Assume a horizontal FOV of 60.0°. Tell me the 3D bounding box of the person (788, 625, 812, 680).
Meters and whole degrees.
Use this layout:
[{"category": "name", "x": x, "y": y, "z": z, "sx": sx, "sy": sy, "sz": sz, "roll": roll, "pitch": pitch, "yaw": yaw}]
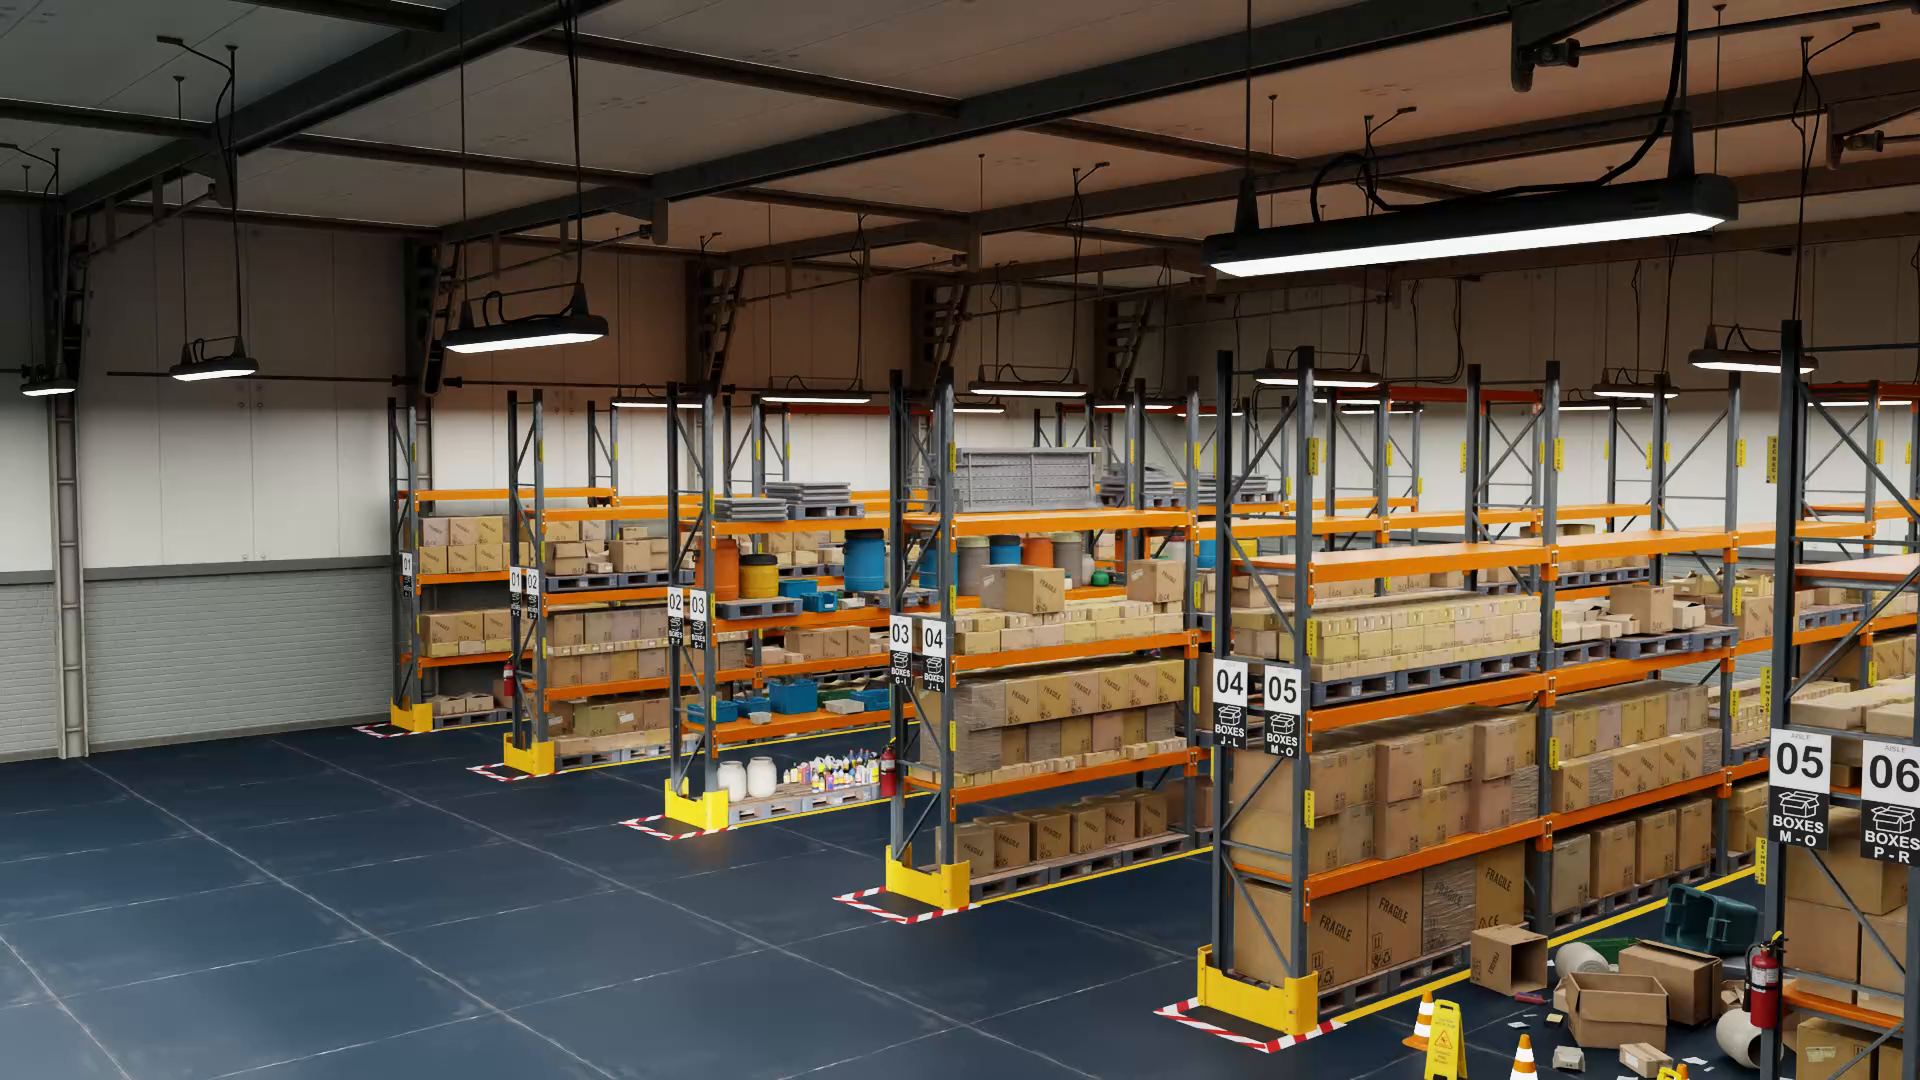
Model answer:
[{"category": "person", "x": -3.109, "y": 2.396, "z": 32.056, "sx": 0.550, "sy": 1.763, "sz": 0.555, "roll": 0, "pitch": 3, "yaw": -6}]
